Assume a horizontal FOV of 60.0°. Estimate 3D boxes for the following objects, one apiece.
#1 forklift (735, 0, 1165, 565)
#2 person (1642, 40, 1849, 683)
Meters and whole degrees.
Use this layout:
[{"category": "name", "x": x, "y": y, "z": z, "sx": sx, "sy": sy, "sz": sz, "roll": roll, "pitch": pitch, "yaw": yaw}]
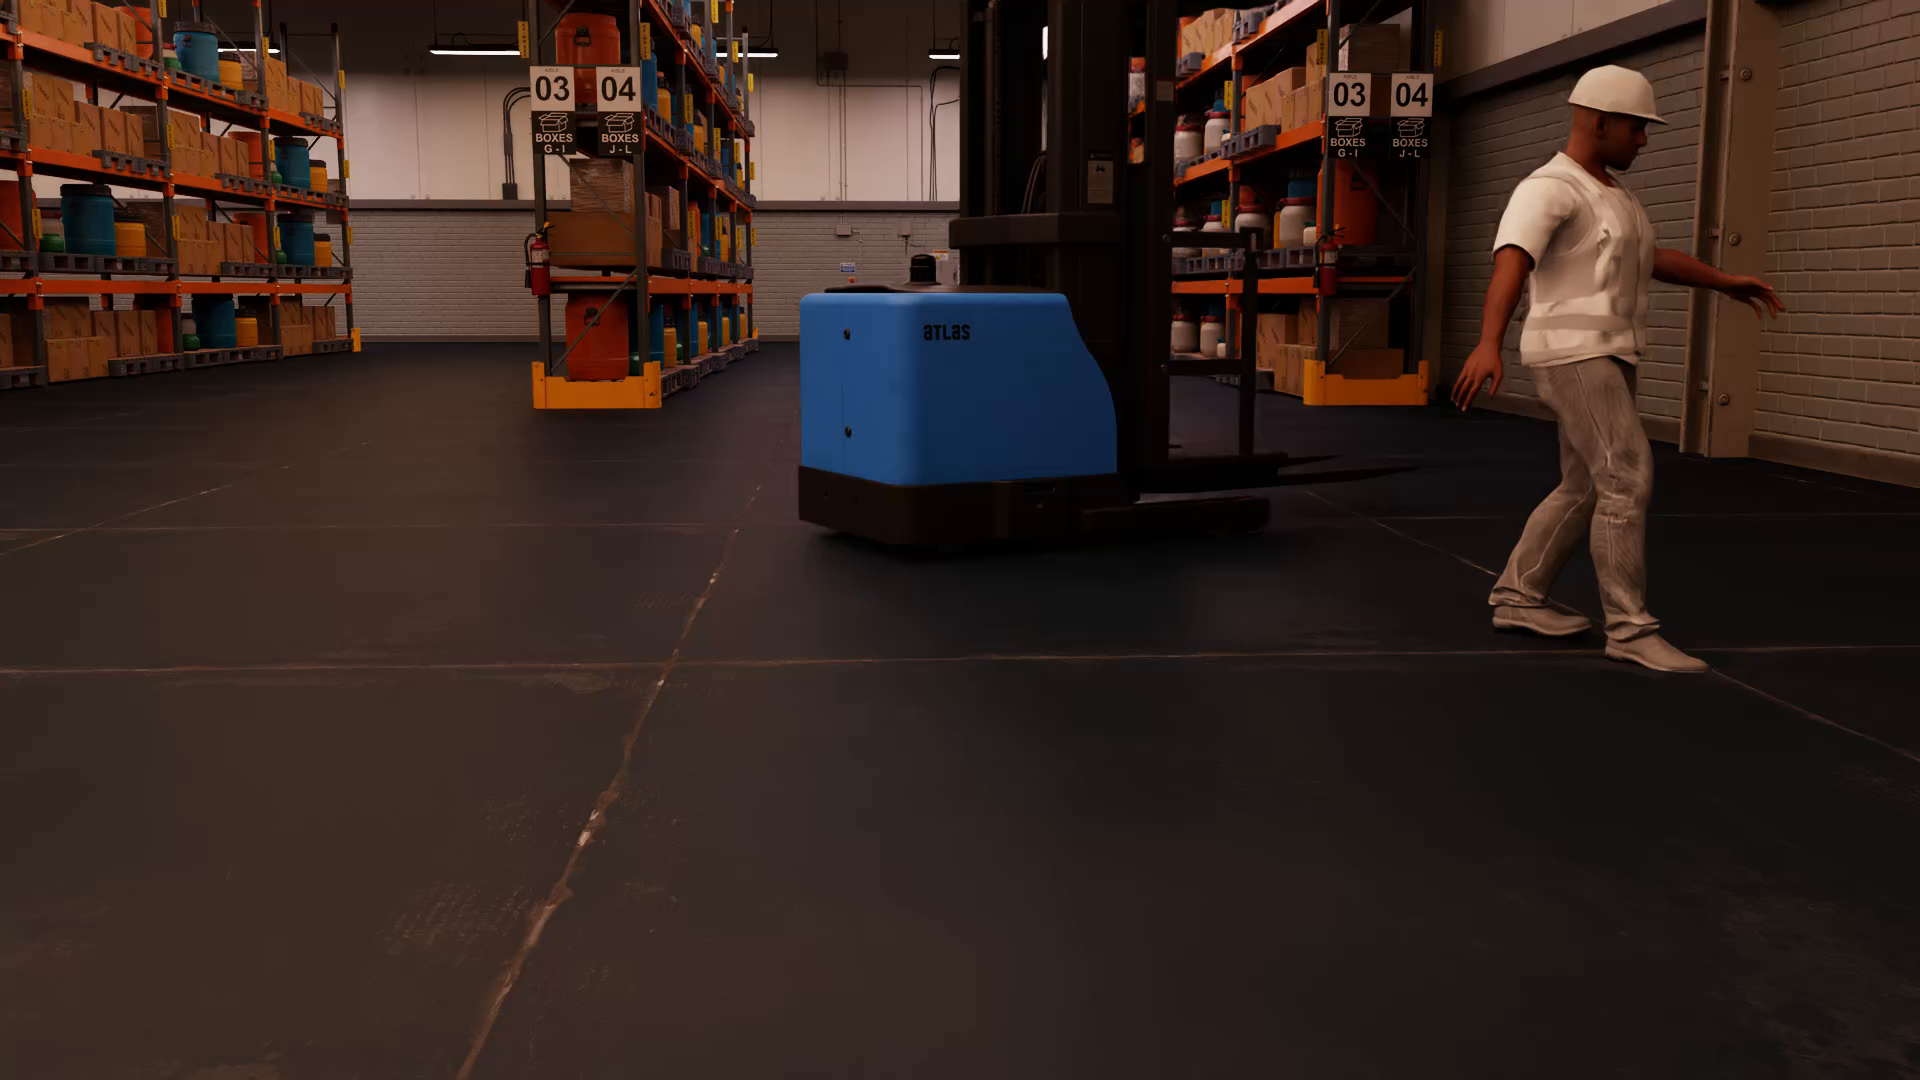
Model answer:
[{"category": "forklift", "x": -0.264, "y": -1.530, "z": 7.637, "sx": 1.130, "sy": 2.935, "sz": 3.031, "roll": -4, "pitch": 9, "yaw": -25}, {"category": "person", "x": 2.192, "y": -0.500, "z": 4.698, "sx": 0.635, "sy": 1.760, "sz": 0.457, "roll": -8, "pitch": 11, "yaw": -42}]
